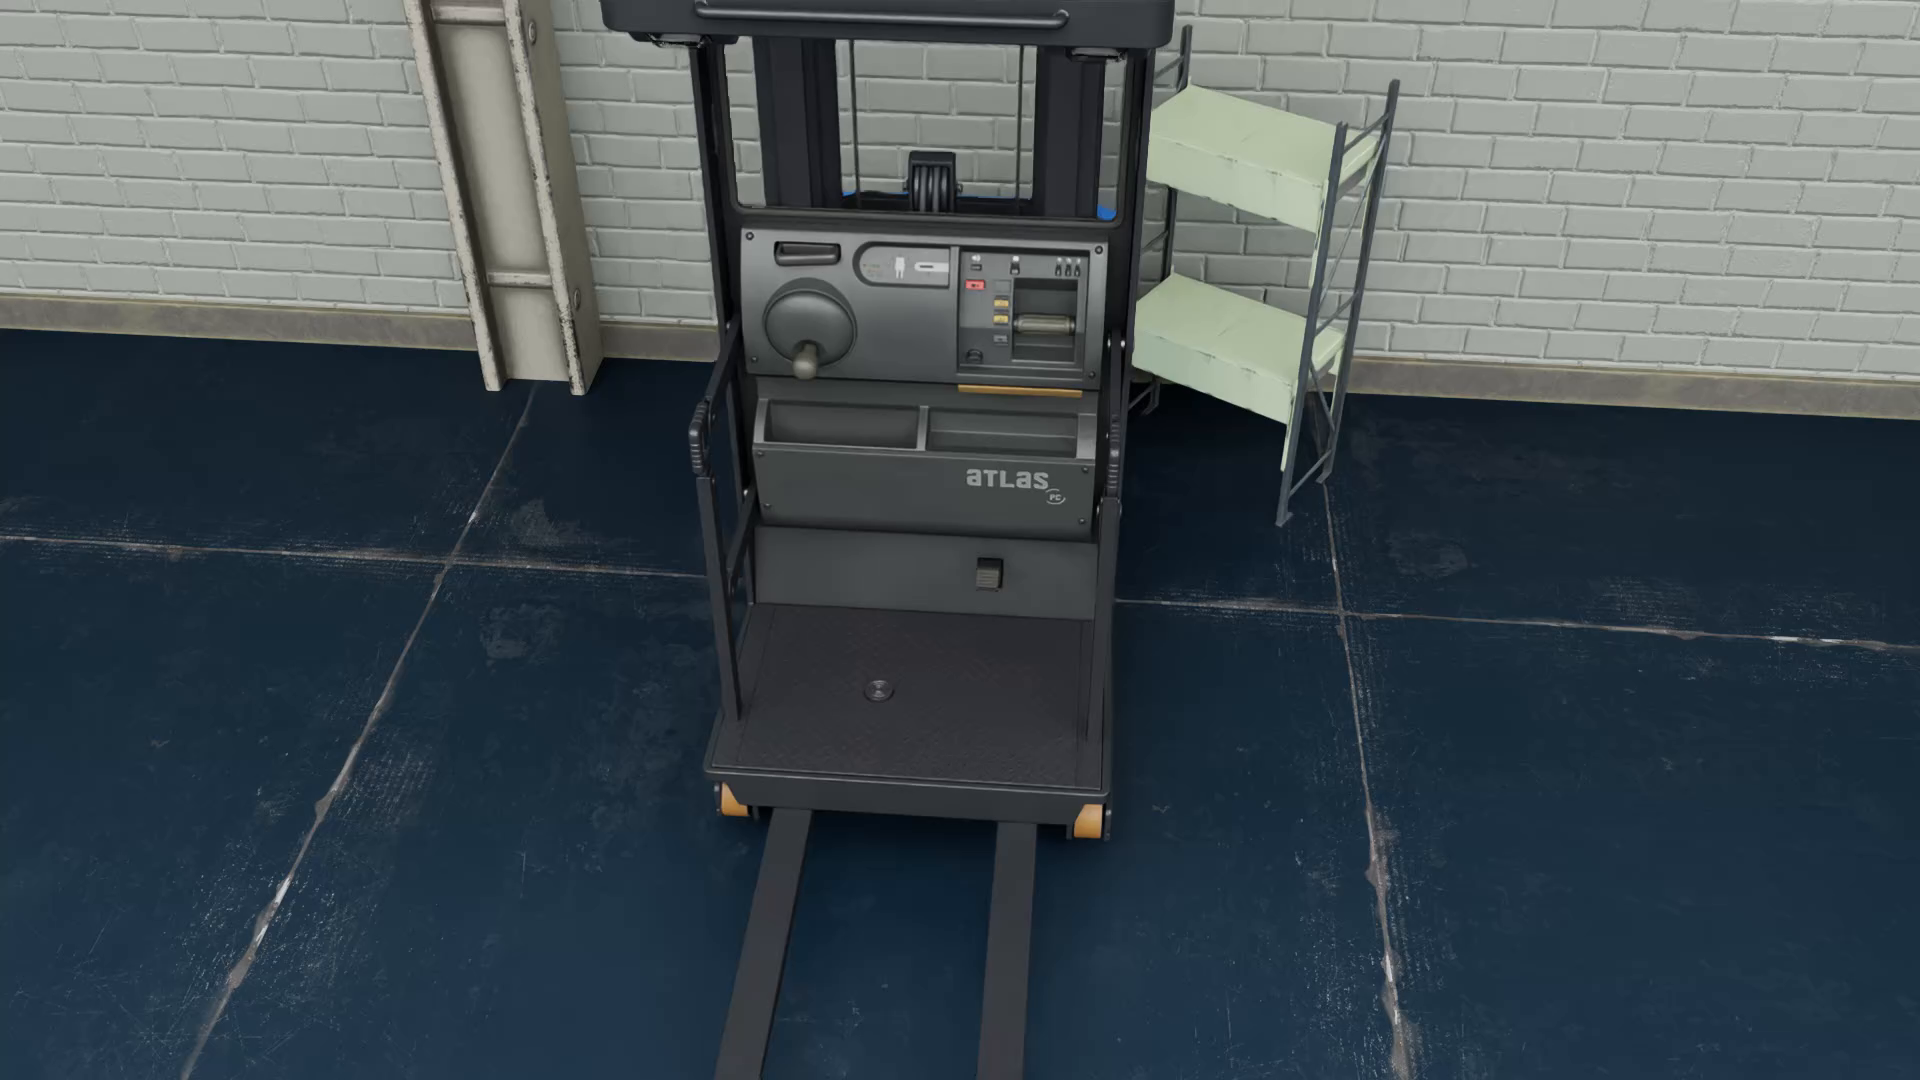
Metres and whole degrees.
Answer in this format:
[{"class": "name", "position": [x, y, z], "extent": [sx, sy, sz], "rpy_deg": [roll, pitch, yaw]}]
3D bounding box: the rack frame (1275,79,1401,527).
[{"class": "rack frame", "position": [1.228, -0.731, 5.461], "extent": [0.023, 1.500, 0.400], "rpy_deg": [25, 45, 27]}]

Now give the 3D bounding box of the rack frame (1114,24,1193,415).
[{"class": "rack frame", "position": [0.636, -1.004, 5.795], "extent": [0.023, 1.500, 0.400], "rpy_deg": [25, 45, 27]}]

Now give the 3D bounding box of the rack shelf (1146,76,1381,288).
[{"class": "rack shelf", "position": [0.932, -1.170, 5.381], "extent": [0.720, 0.370, 0.431], "rpy_deg": [25, 45, 27]}]

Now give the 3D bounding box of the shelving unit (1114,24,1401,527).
[{"class": "shelving unit", "position": [0.932, -0.868, 5.628], "extent": [0.755, 1.500, 0.431], "rpy_deg": [25, 45, 27]}]

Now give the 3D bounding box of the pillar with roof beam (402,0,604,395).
[{"class": "pillar with roof beam", "position": [-2.005, -1.451, 0.404], "extent": [0.400, 9.000, 9.100], "rpy_deg": [3, 39, 4]}]

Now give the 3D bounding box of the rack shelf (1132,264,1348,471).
[{"class": "rack shelf", "position": [0.932, -0.615, 5.834], "extent": [0.720, 0.370, 0.431], "rpy_deg": [25, 45, 27]}]

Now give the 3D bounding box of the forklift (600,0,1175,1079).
[{"class": "forklift", "position": [-0.110, -0.516, 4.062], "extent": [1.130, 2.935, 3.031], "rpy_deg": [3, 39, 4]}]
